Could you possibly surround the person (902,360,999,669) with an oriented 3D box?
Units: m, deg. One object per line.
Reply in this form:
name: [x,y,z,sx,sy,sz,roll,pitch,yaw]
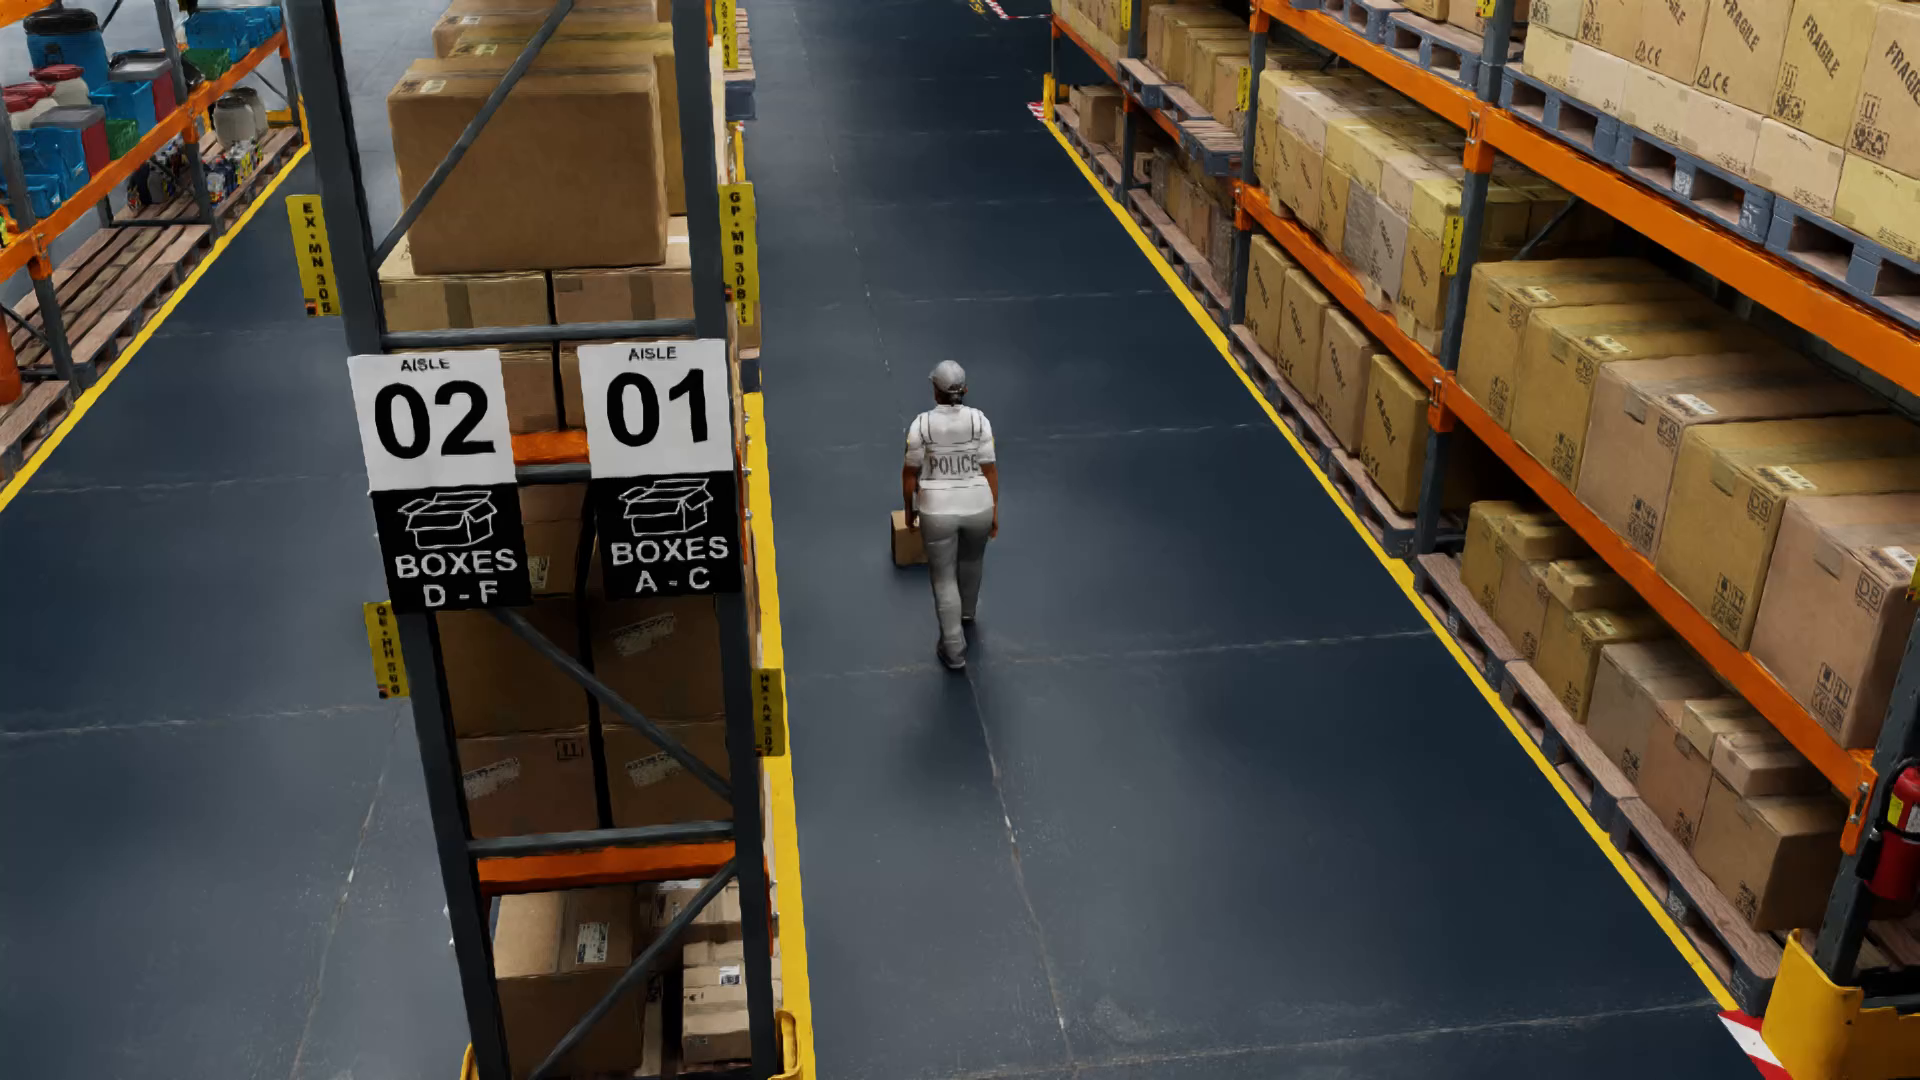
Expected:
person: [-0.070,-0.199,8.984,0.495,1.625,0.796,-6,28,-11]
